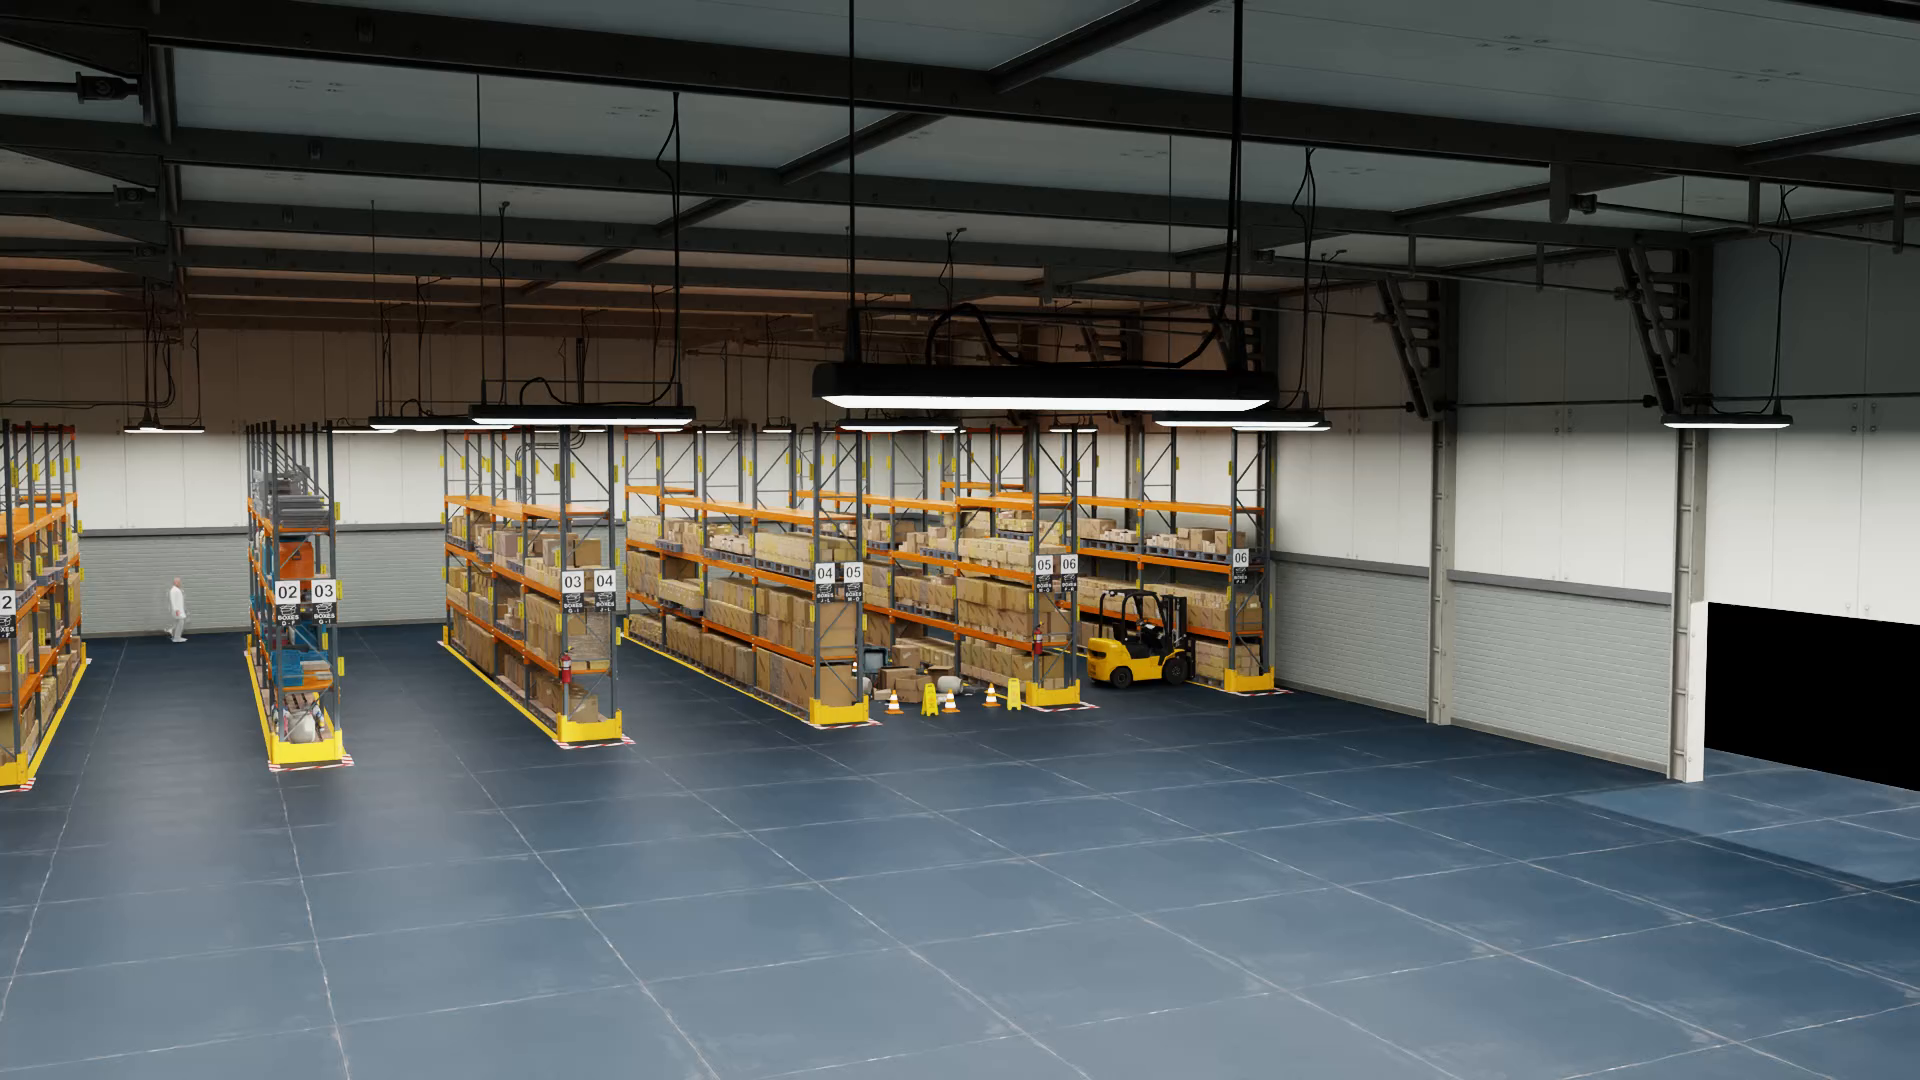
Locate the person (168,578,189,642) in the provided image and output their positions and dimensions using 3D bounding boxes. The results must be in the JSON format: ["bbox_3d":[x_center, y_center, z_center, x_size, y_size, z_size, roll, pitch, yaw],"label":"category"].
[{"bbox_3d":[-21.690,1.939,46.110,0.549,1.765,0.637,-1,4,-17],"label":"person"}]

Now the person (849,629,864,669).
[{"bbox_3d":[-2.518,2.339,40.724,0.508,1.660,0.367,3,5,44],"label":"person"}]
